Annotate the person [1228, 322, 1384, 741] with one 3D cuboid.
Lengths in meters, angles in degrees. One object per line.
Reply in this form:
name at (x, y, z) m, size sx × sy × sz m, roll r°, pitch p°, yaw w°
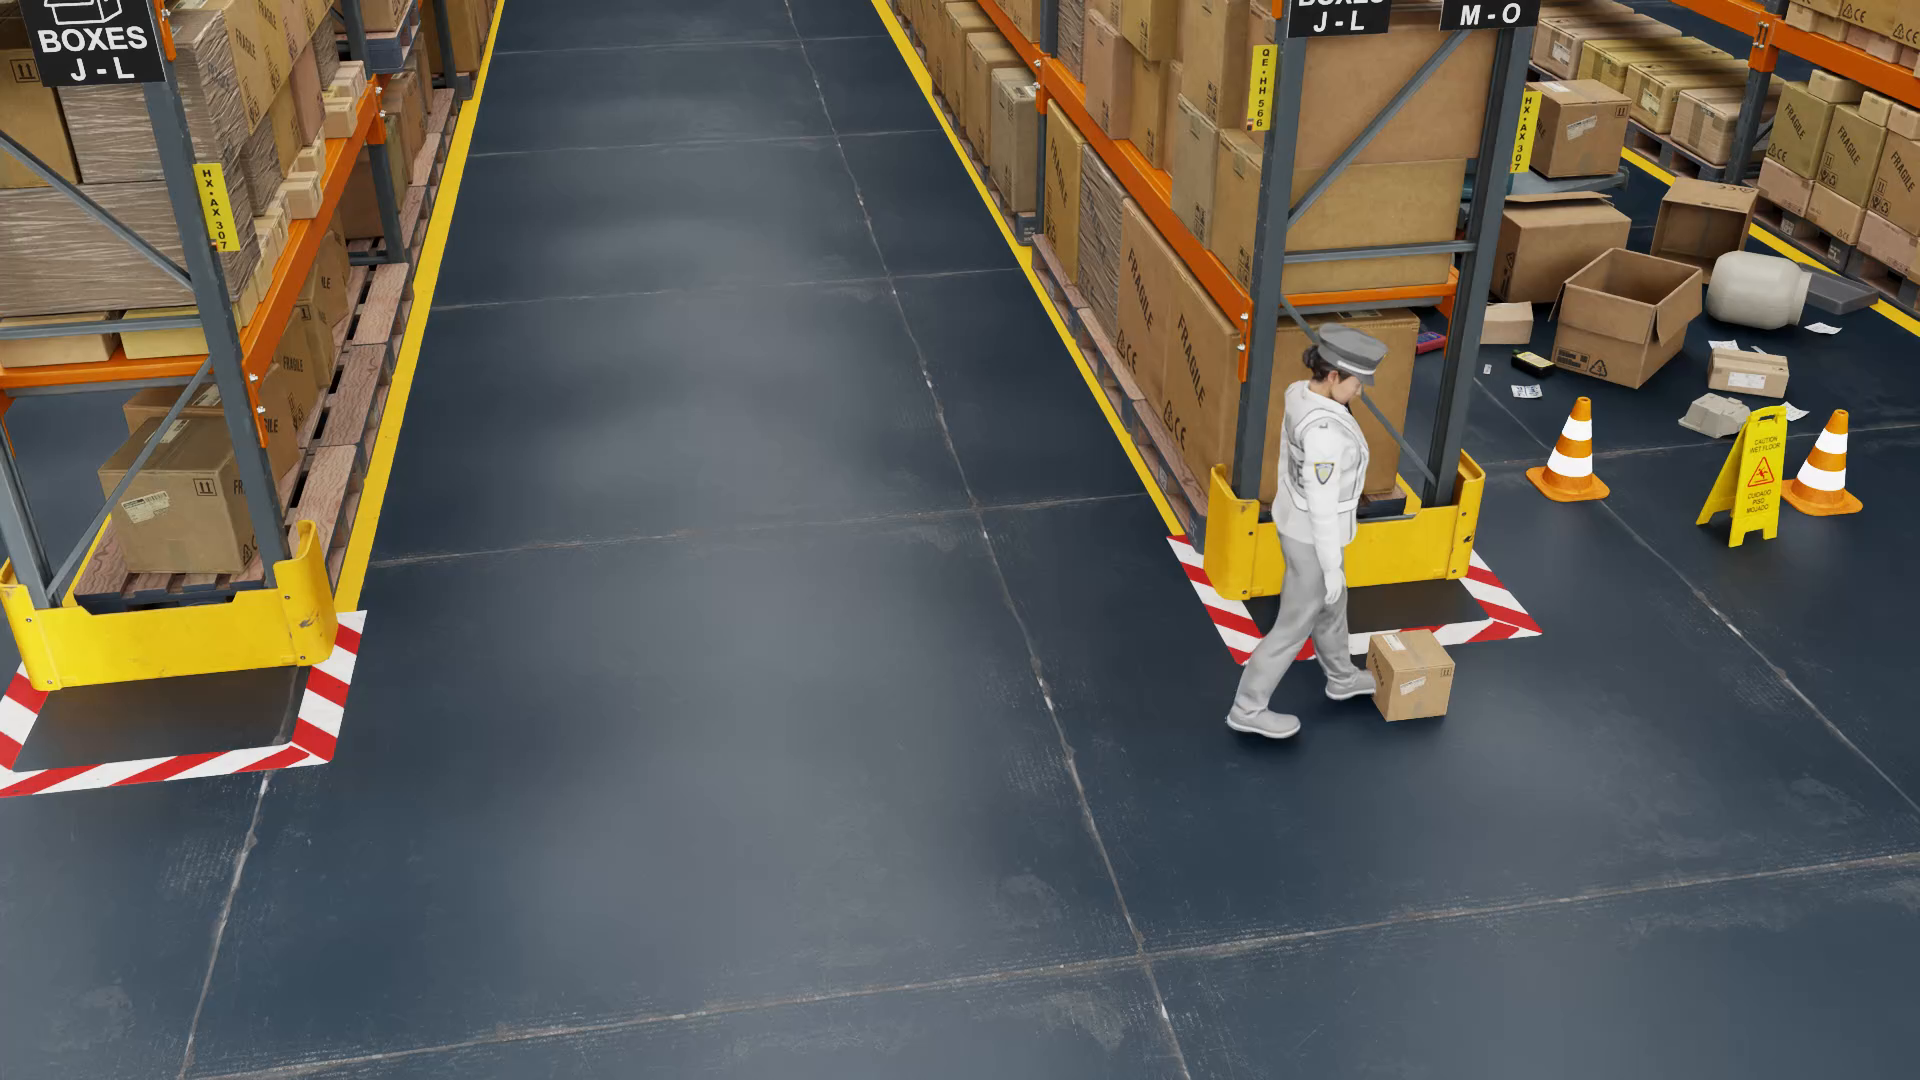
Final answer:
person at (1.382, -0.018, 6.145) m, size 0.701 × 1.646 × 0.516 m, roll -2°, pitch 31°, yaw -3°
